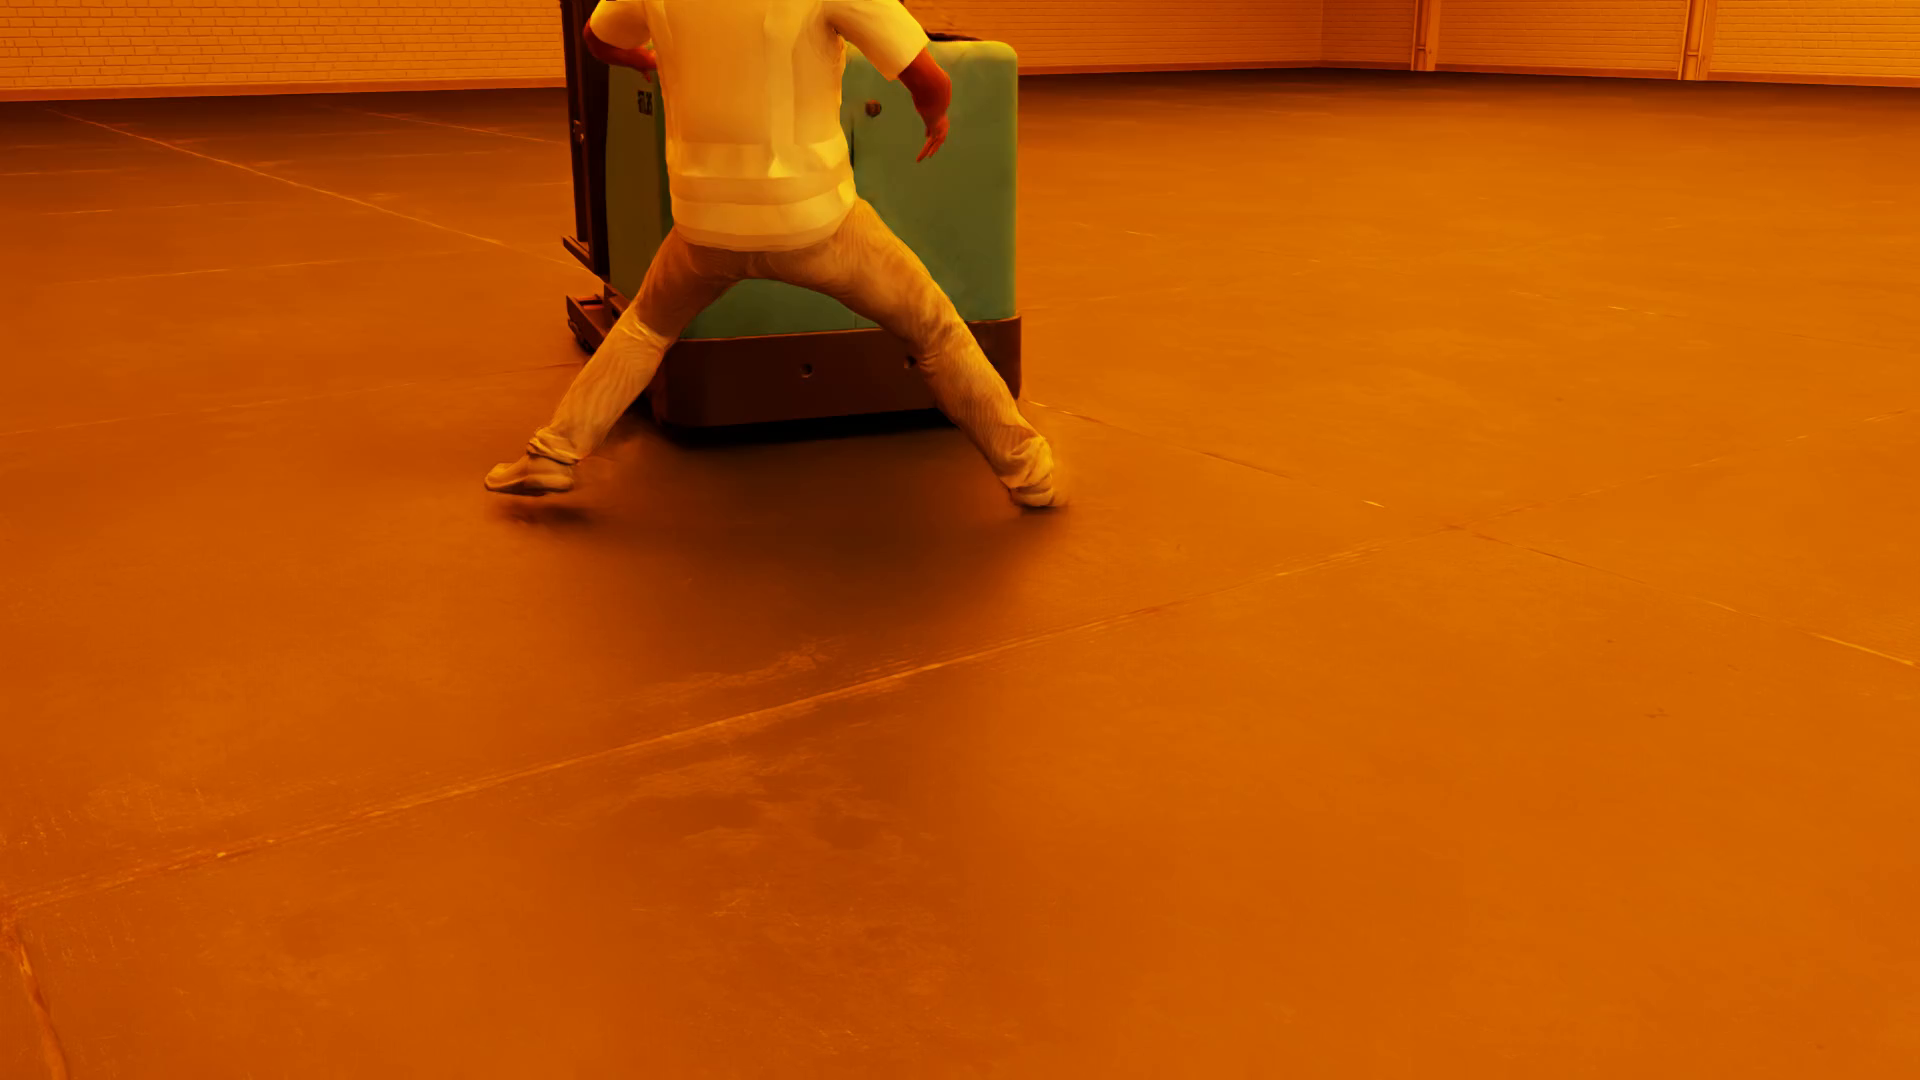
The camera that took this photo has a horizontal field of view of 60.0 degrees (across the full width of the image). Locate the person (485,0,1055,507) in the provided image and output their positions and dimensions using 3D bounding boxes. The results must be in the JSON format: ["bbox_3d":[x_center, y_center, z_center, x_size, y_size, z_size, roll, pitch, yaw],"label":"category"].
[{"bbox_3d":[-0.448,-0.850,3.905,1.310,1.555,0.831,7,19,20],"label":"person"}]

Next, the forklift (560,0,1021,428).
[{"bbox_3d":[-0.808,-2.111,5.609,1.130,2.935,3.031,-6,19,-19],"label":"forklift"}]
